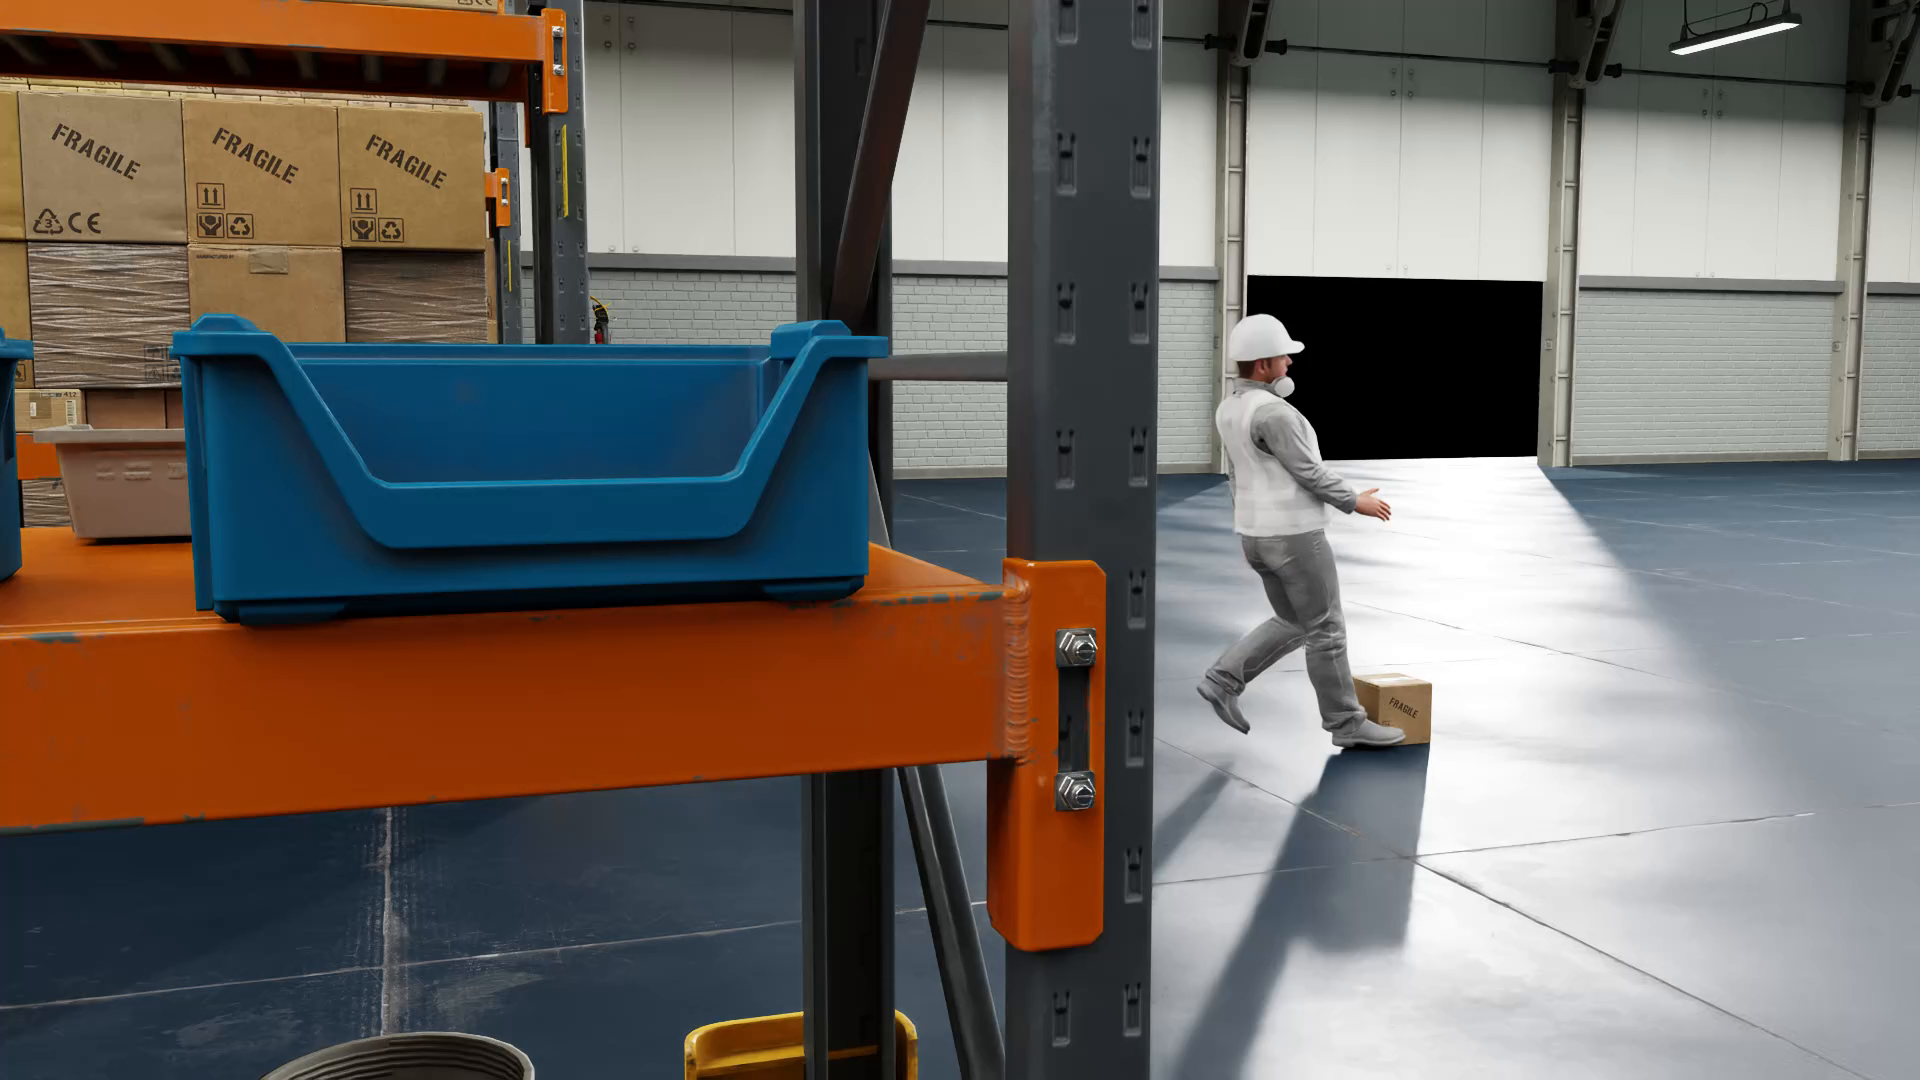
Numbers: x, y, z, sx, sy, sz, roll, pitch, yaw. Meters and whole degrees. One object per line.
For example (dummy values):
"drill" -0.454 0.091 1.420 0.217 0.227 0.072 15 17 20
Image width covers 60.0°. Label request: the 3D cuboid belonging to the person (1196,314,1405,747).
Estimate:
"person" 1.382 -0.033 6.644 0.808 1.716 0.611 -1 6 -10
